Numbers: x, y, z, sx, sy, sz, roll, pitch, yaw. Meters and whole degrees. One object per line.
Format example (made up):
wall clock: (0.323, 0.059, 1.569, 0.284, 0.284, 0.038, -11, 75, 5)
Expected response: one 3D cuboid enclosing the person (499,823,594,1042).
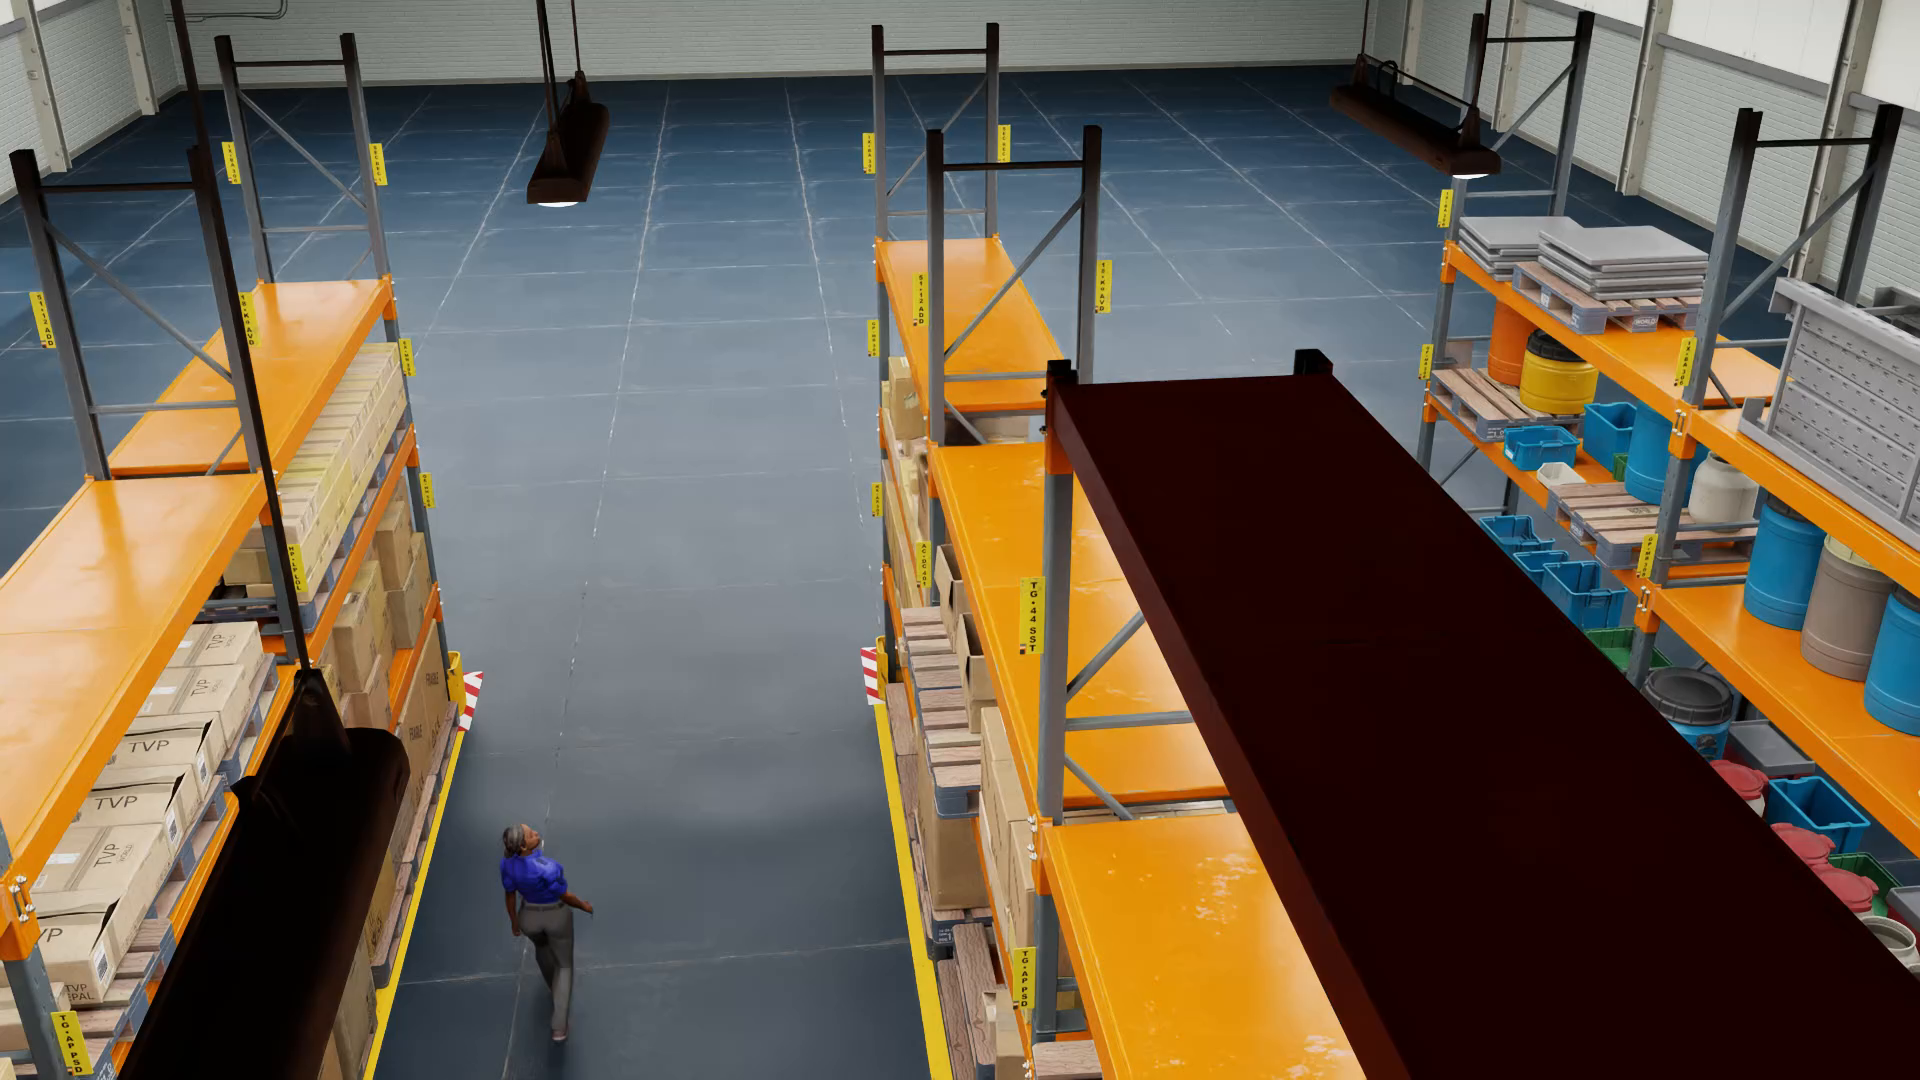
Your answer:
person: (-2.788, 2.571, 11.267, 0.556, 1.592, 0.928, -1, 26, -2)
